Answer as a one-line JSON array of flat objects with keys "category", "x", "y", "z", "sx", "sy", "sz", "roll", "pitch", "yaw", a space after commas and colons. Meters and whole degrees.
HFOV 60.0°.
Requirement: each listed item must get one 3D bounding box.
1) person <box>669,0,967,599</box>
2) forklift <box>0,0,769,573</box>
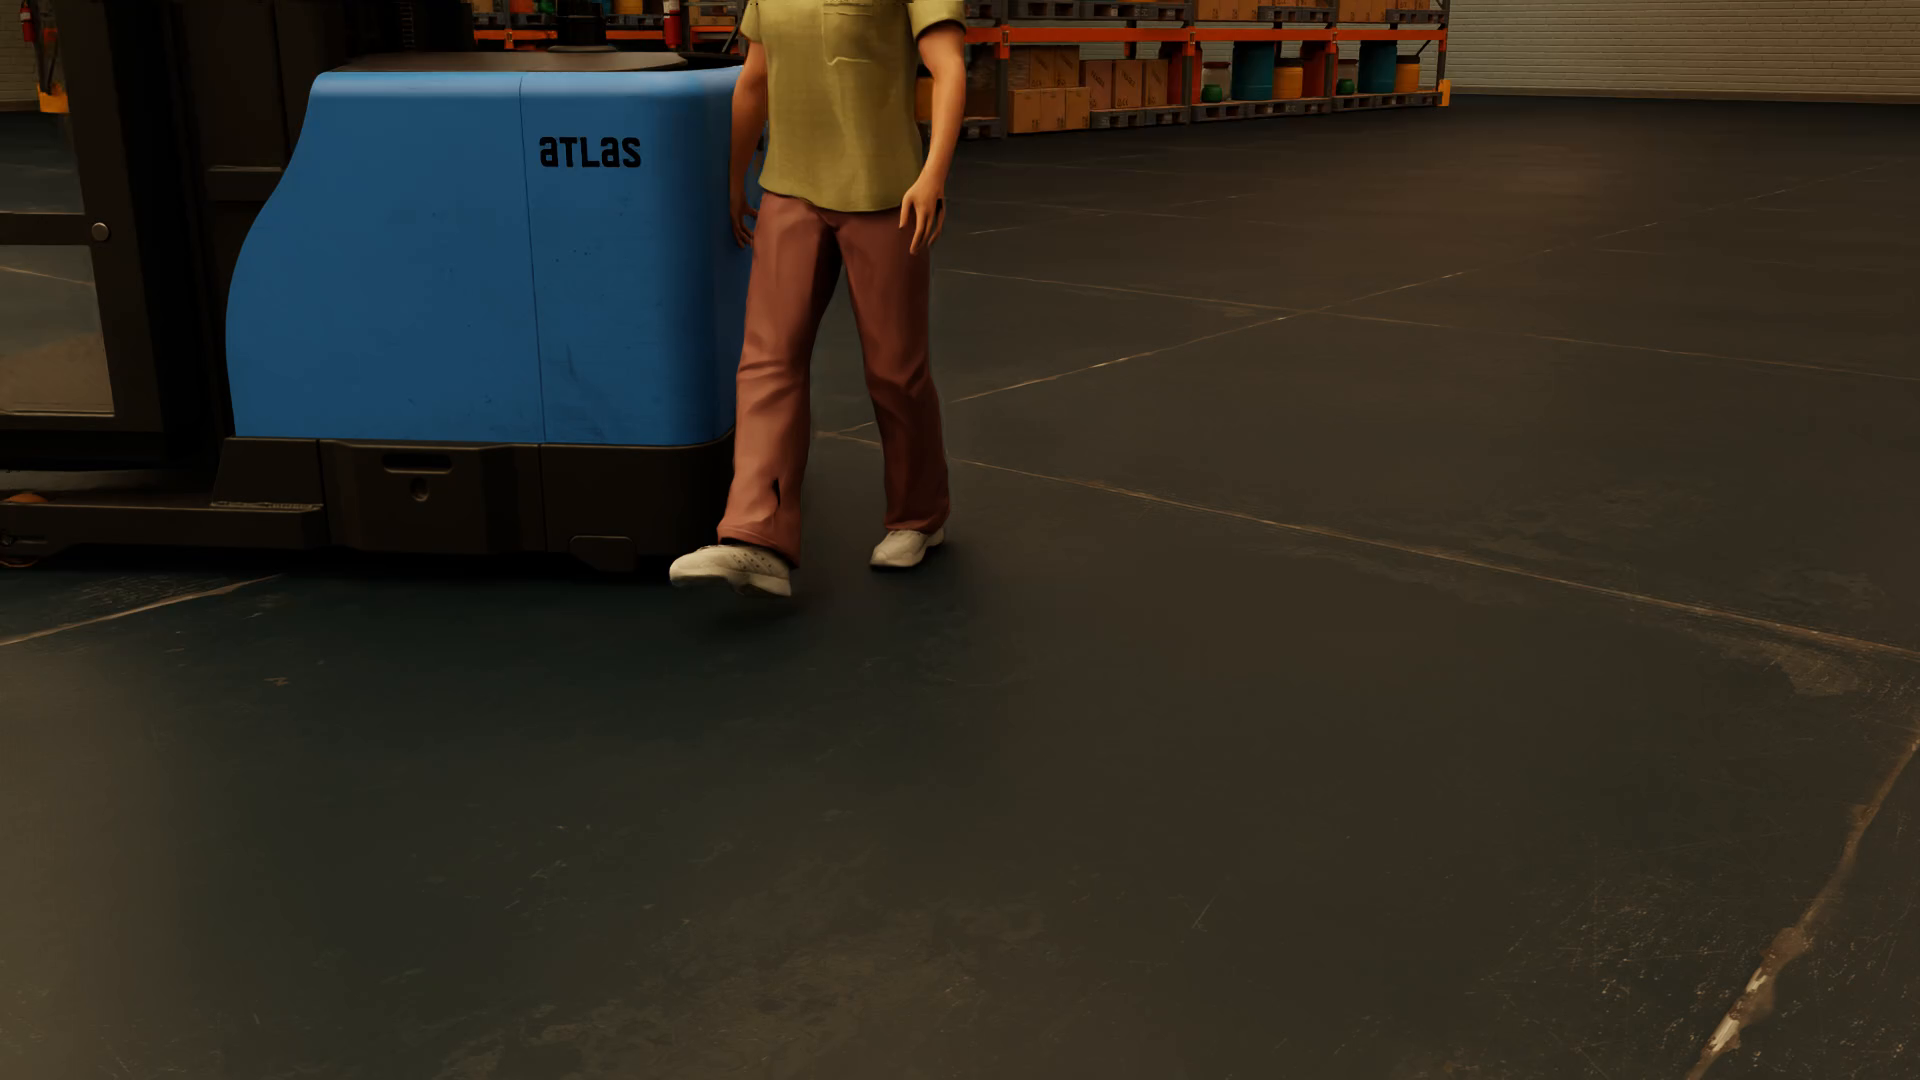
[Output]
[{"category": "person", "x": -0.295, "y": -0.675, "z": 3.360, "sx": 0.649, "sy": 1.633, "sz": 0.883, "roll": 7, "pitch": 18, "yaw": 21}, {"category": "forklift", "x": -1.974, "y": -1.489, "z": 3.802, "sx": 3.031, "sy": 2.935, "sz": 1.130, "roll": 2, "pitch": 17, "yaw": 5}]
